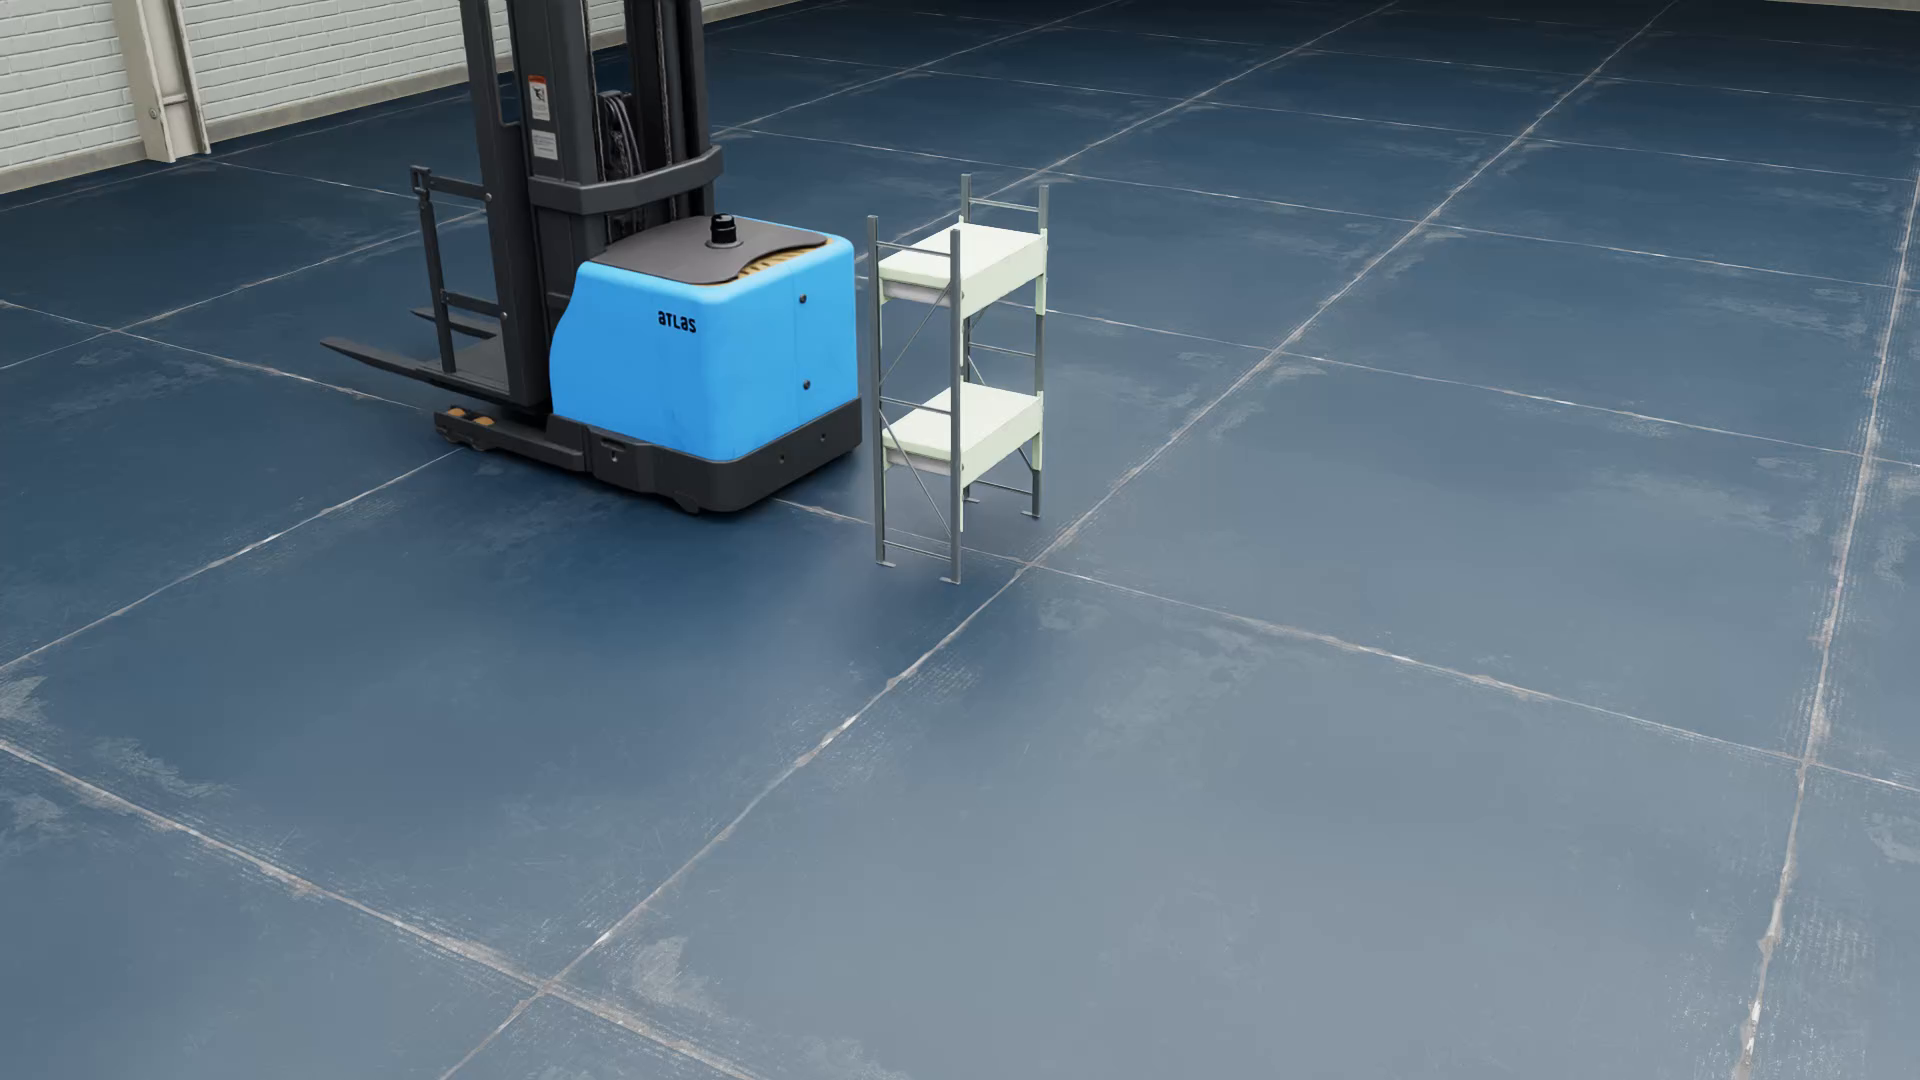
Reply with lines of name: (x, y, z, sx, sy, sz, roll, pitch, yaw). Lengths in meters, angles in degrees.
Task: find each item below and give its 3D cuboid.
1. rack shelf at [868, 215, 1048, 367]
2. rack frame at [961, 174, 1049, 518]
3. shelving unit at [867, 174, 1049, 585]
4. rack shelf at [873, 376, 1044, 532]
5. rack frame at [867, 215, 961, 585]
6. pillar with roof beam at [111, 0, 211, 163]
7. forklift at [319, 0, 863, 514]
rack shelf: (0.003, -1.022, 6.745, 0.431, 0.370, 0.720, 14, 30, 26)
rack frame: (0.183, -0.816, 7.204, 0.400, 1.500, 0.023, 14, 30, 26)
shelving unit: (0.003, -0.673, 6.919, 0.431, 1.500, 0.755, 14, 30, 26)
rack shelf: (0.003, -0.382, 7.065, 0.431, 0.370, 0.720, 14, 30, 26)
rack frame: (-0.177, -0.531, 6.635, 0.400, 1.500, 0.023, 14, 30, 26)
pillar with roof beam: (-2.586, -6.194, 9.570, 9.100, 9.000, 0.400, 14, 30, 26)
forklift: (-1.981, -1.922, 7.815, 3.031, 2.935, 1.130, 17, 31, 30)
